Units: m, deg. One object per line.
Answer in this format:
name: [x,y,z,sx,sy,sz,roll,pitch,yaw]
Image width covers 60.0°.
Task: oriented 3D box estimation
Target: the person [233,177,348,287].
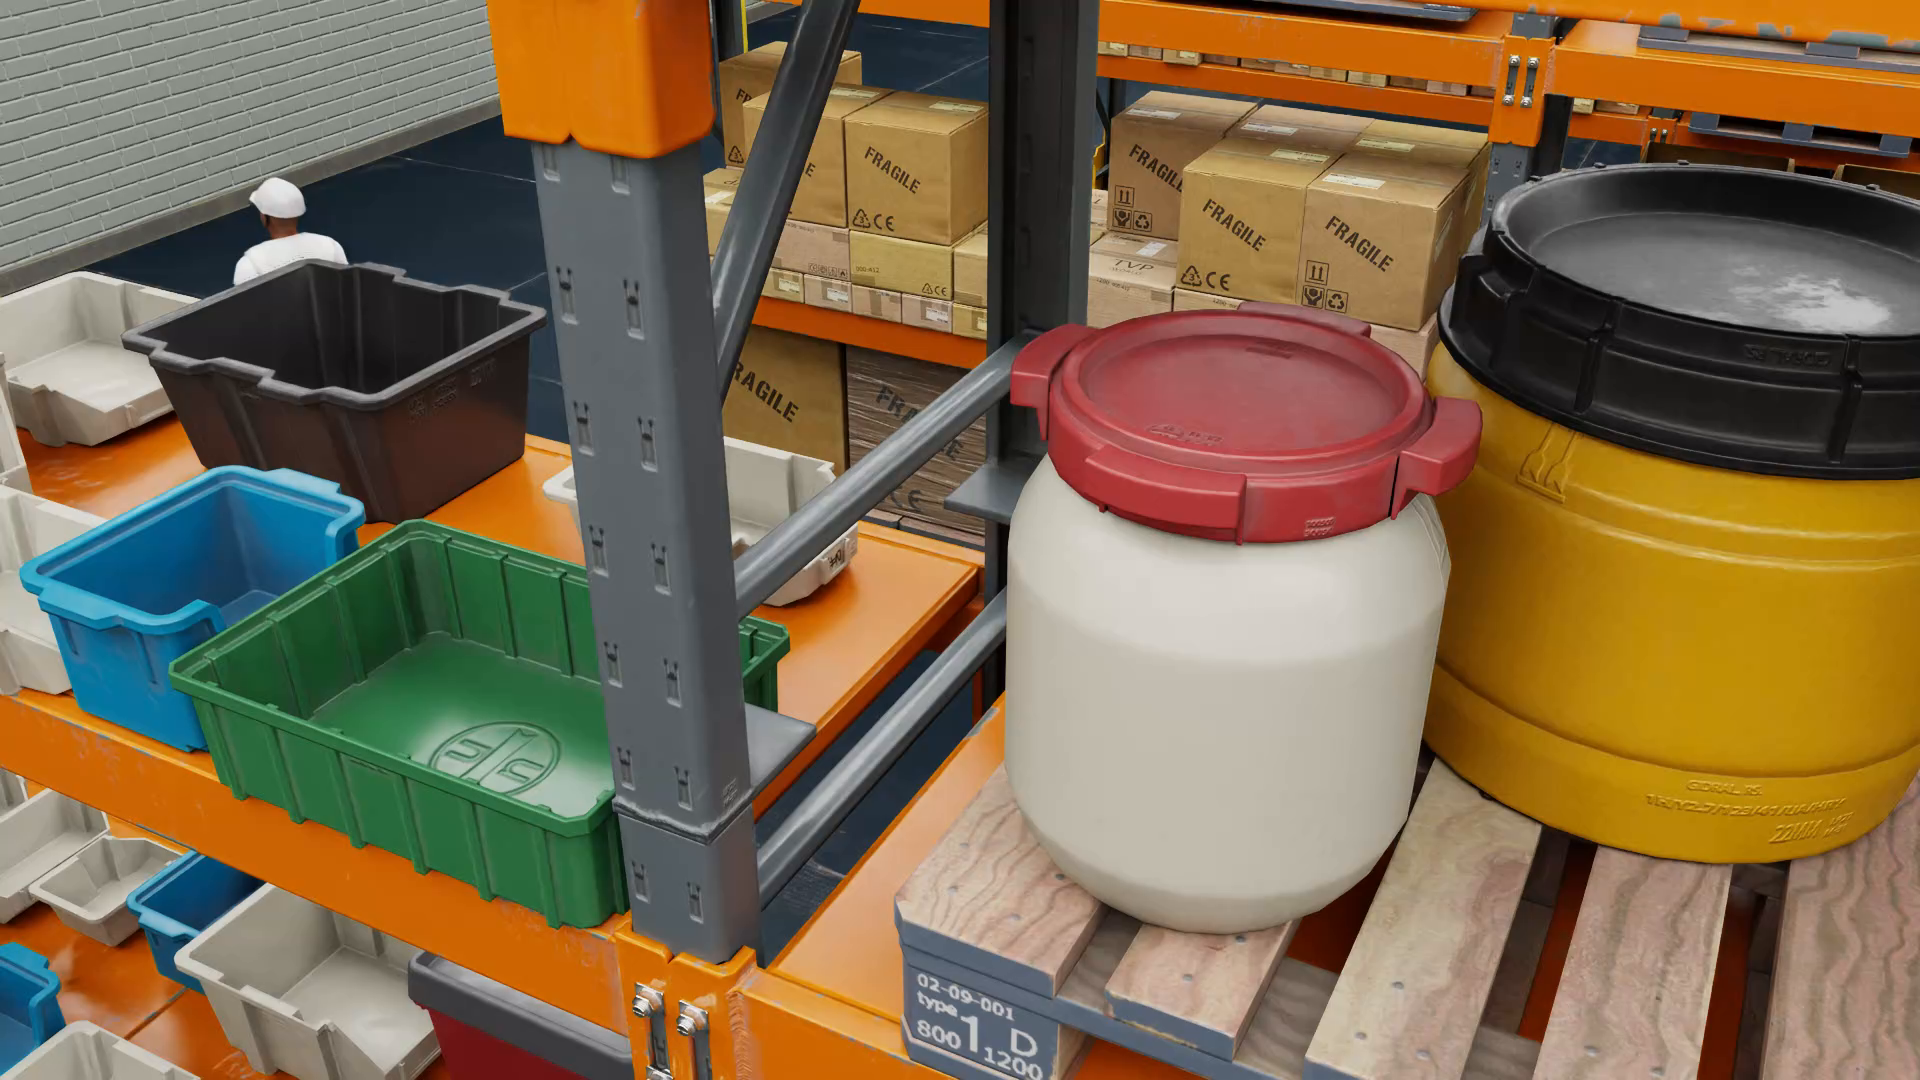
person: [-3.258,-0.932,8.227,0.959,1.736,0.587,24,37,35]
